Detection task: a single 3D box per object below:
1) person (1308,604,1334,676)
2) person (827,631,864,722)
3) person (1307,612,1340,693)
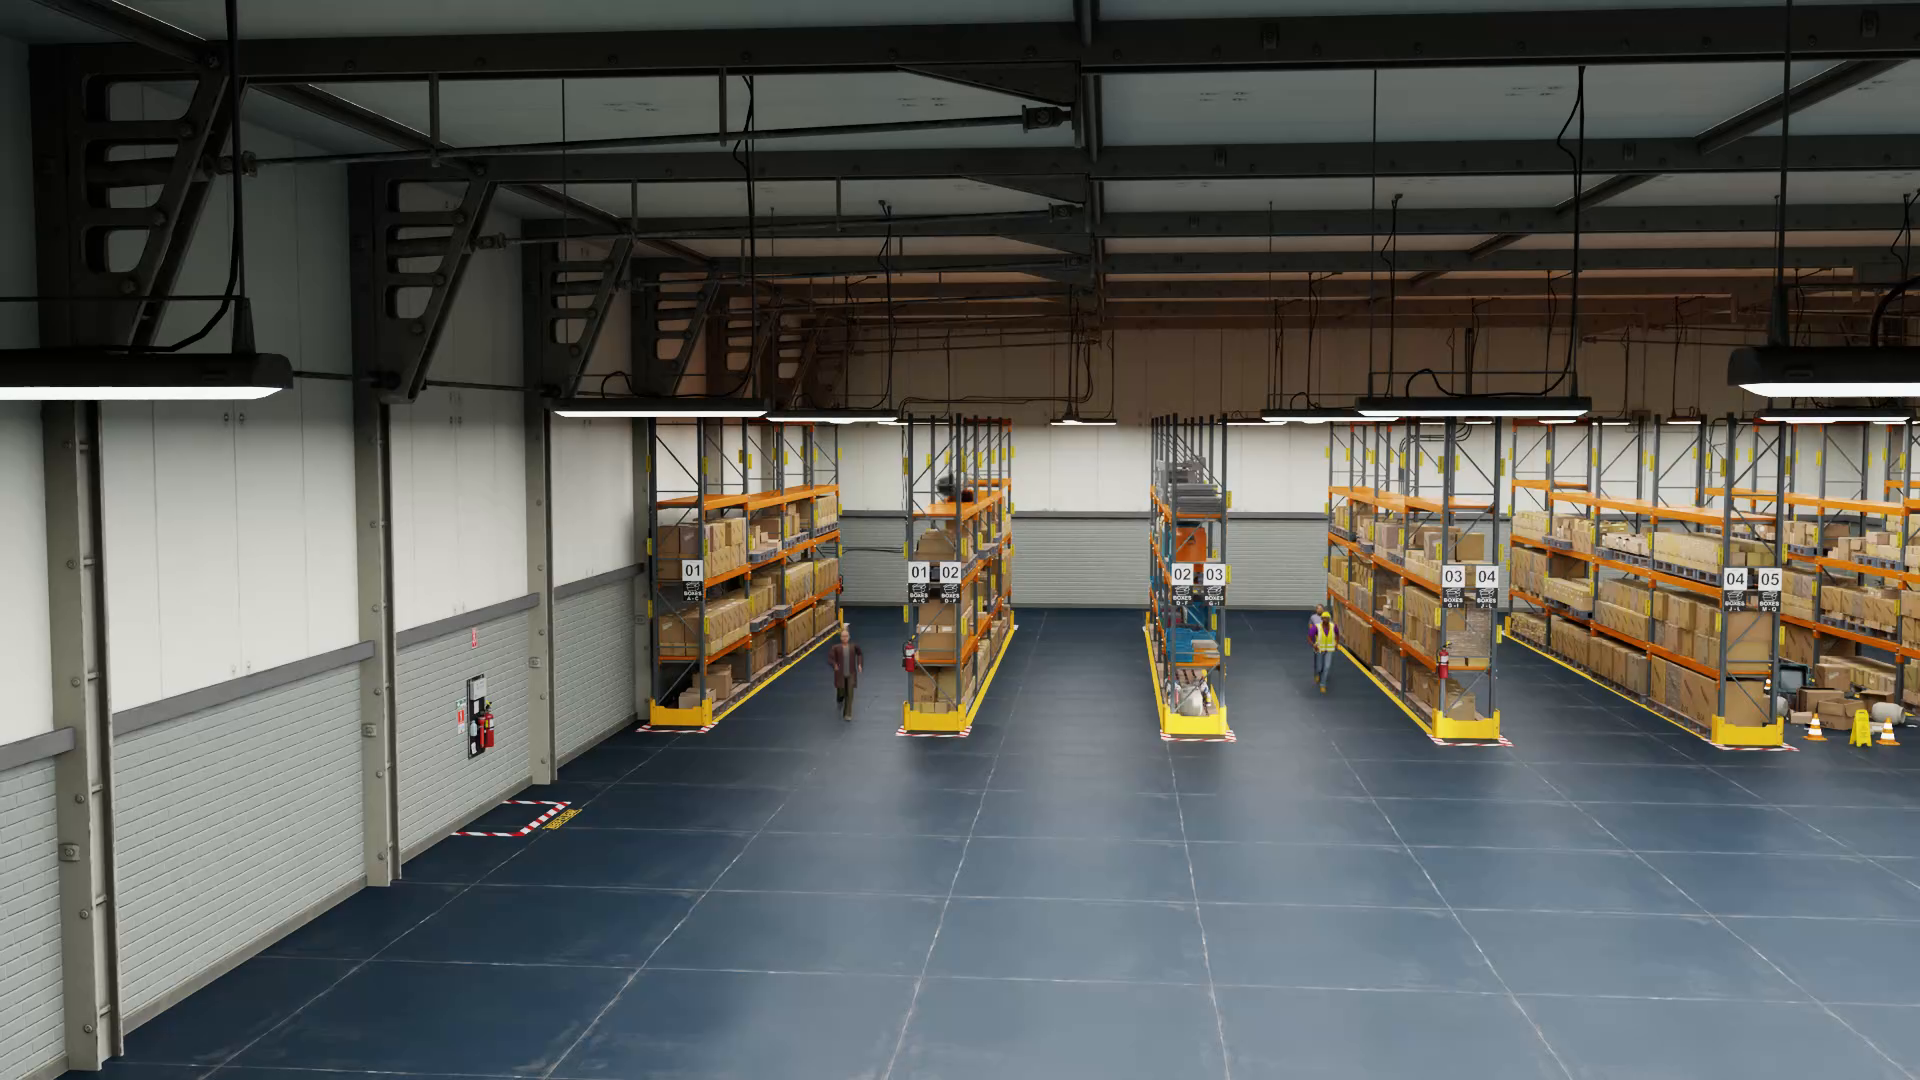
[{"bbox_3d":[8.361,2.293,38.487,0.599,1.644,0.837,1,4,13],"label":"person"},{"bbox_3d":[-2.234,2.659,32.672,0.724,1.750,1.014,-1,4,-9],"label":"person"},{"bbox_3d":[7.934,2.422,36.277,0.727,1.751,0.887,0,4,1],"label":"person"}]
